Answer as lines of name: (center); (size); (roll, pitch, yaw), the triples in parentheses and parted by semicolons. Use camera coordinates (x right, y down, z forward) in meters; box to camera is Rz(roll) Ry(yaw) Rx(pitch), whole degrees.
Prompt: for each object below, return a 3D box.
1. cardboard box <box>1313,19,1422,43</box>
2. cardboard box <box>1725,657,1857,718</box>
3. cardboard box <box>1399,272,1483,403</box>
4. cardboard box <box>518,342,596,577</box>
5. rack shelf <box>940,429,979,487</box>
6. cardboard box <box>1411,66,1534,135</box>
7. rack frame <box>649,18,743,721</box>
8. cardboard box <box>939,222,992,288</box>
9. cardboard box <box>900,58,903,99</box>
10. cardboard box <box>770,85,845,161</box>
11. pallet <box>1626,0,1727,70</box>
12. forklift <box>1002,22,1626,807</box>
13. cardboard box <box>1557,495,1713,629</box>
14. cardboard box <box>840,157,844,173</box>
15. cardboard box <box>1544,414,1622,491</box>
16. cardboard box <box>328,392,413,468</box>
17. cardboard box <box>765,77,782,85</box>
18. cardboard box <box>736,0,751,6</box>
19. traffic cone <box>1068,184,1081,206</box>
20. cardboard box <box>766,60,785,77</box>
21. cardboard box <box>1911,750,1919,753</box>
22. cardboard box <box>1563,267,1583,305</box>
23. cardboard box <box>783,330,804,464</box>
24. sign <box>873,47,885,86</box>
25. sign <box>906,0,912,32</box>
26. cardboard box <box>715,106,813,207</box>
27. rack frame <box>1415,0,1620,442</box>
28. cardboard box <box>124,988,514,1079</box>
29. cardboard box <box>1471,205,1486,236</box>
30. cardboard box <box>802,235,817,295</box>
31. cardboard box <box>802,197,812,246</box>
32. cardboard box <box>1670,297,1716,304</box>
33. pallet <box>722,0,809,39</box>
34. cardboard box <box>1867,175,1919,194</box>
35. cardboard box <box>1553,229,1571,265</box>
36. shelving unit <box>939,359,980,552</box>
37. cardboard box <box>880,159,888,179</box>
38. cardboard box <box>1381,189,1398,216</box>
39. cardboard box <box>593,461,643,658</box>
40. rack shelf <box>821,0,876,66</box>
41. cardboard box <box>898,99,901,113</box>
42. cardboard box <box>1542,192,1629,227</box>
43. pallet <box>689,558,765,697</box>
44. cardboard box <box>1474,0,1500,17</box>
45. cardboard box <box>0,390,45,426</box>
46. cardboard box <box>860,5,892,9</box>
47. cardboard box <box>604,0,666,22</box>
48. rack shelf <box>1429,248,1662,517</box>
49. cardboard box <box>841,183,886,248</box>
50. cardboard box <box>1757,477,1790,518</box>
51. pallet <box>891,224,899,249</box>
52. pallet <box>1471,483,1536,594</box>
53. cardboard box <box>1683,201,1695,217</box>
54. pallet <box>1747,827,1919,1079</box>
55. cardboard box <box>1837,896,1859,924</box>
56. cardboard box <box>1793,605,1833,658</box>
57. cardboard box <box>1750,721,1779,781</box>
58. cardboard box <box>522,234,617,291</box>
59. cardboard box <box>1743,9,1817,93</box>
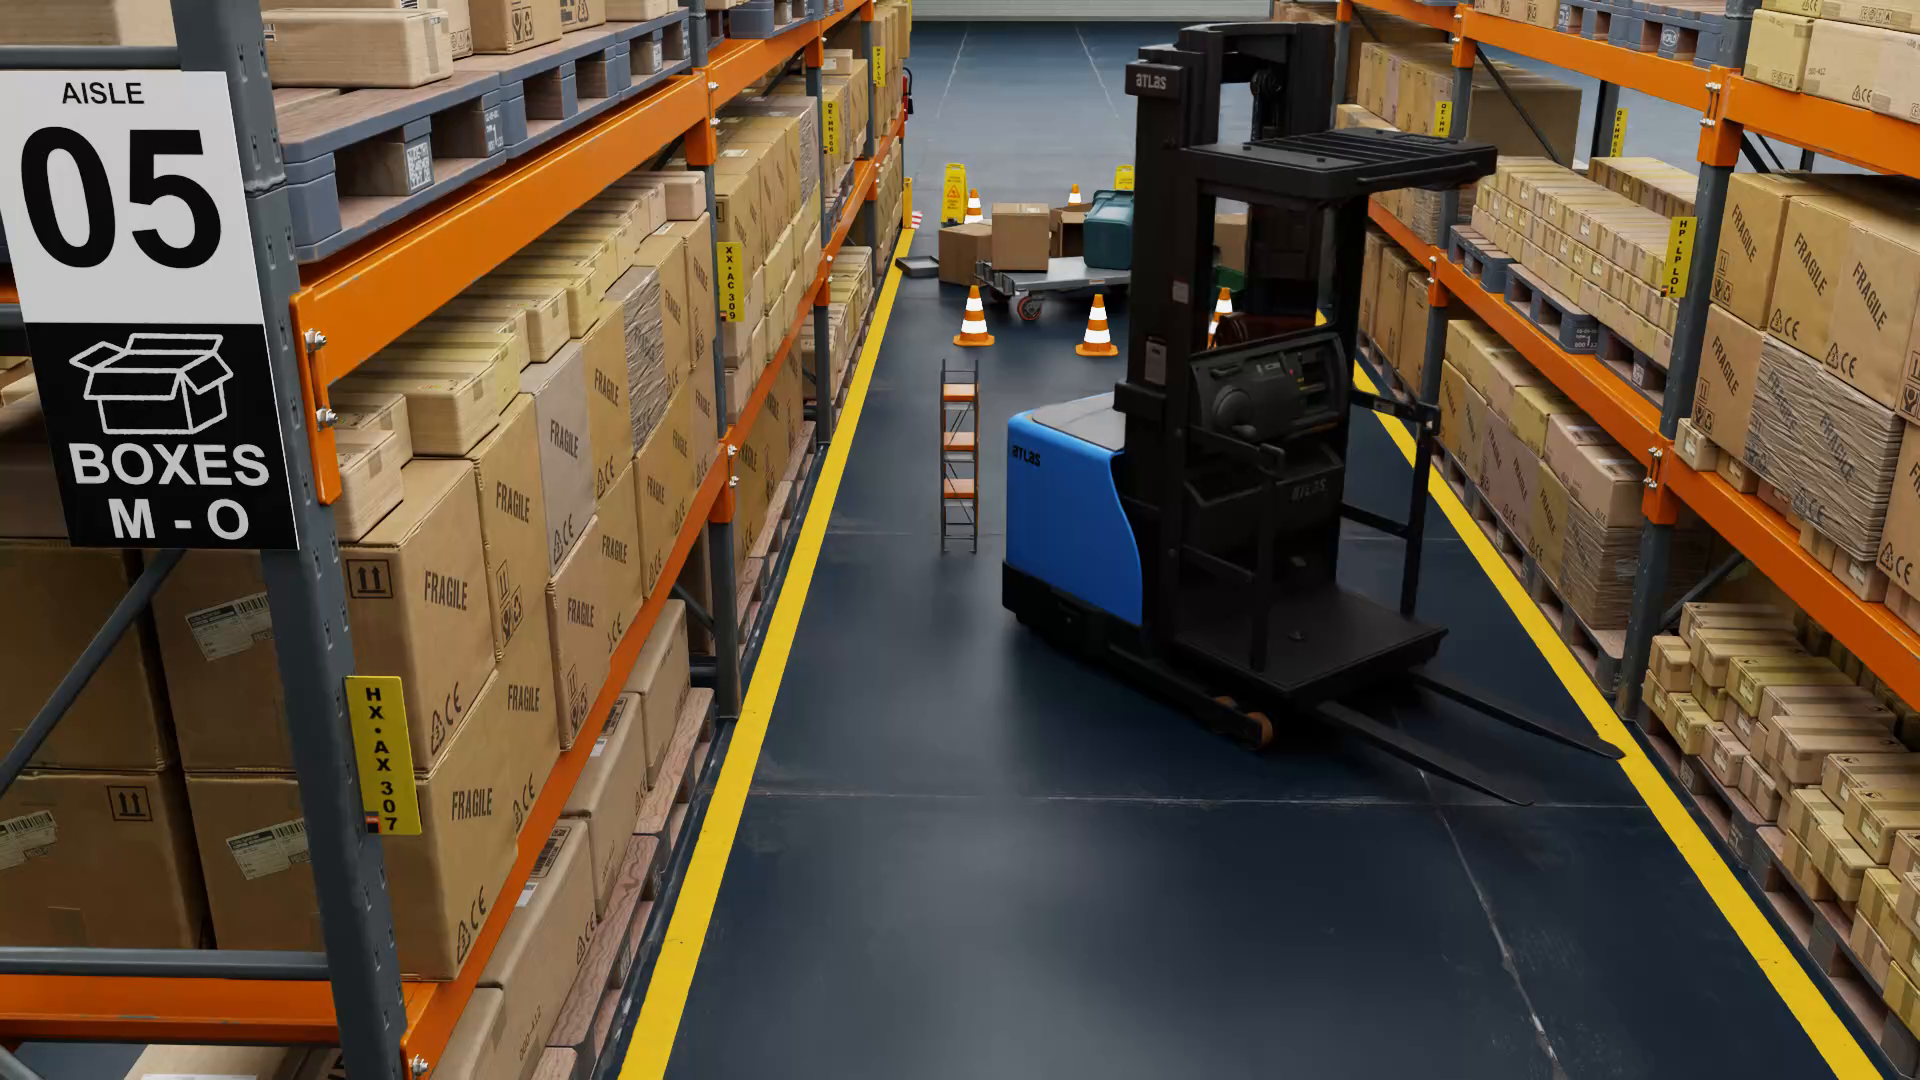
cardboard box: (3.651, -4.397, 15.015); (0.875, 0.550, 0.550); (1, 21, 2)
cardboard box: (3.218, 0.571, 6.449); (0.380, 0.149, 0.250); (0, 21, 1)
cardboard box: (3.691, -1.411, 11.547); (1.050, 0.750, 0.750); (0, 21, 1)
cardboard box: (-1.295, -0.226, 4.444); (0.500, 0.500, 0.500); (0, 21, 1)
rack shelf: (-0.002, -0.460, 9.293); (0.215, 0.259, 0.240); (1, 21, 2)
cardboard box: (3.634, -3.088, 11.820); (0.700, 0.500, 0.500); (0, 21, 1)
rack frame: (-1.490, -0.616, 6.970); (1.000, 3.000, 0.127); (1, 21, 2)
cardboard box: (0.146, -2.717, 15.836); (0.500, 0.500, 0.500); (18, 27, 38)
cardboard box: (-0.866, -4.941, 17.567); (0.500, 0.500, 0.500); (0, 21, 1)
cardboard box: (-1.105, -2.984, 11.943); (0.500, 0.500, 0.500); (1, 21, 3)
pallet: (3.586, -2.131, 6.988); (1.213, 0.211, 1.003); (1, 21, 2)
forklift: (1.503, -0.659, 7.175); (1.130, 2.935, 3.031); (-15, 26, -34)
cardboard box: (3.232, 0.101, 7.997); (0.500, 0.500, 0.500); (0, 21, 1)
cardboard box: (-1.075, -2.840, 12.469); (0.380, 0.149, 0.250); (1, 21, 3)
cardboard box: (3.260, -0.436, 8.344); (0.500, 0.250, 0.500); (2, 21, 4)
cardboard box: (-1.387, -0.206, 3.496); (0.380, 0.149, 0.250); (1, 21, 3)
cardboard box: (-1.595, -3.178, 12.442); (0.500, 0.500, 0.500); (0, 21, -1)
cardboard box: (-1.173, -2.572, 7.146); (0.500, 0.500, 0.500); (0, 21, 1)
traffic cone: (1.271, -3.713, 18.459); (0.336, 0.463, 0.334); (1, 21, 2)
cardboard box: (-1.544, -3.632, 12.716); (0.380, 0.149, 0.250); (2, 21, 5)
cardboard box: (3.689, 0.891, 6.036); (0.380, 0.149, 0.250); (1, 21, 3)
cardboard box: (3.312, -1.294, 8.483); (0.380, 0.149, 0.250); (2, 21, 4)
cardboard box: (-1.472, -1.019, 10.365); (0.875, 0.875, 0.875); (0, 21, 1)
sign: (-0.691, -4.044, 14.203); (0.100, 0.325, 0.005); (1, 21, 2)
sign: (-0.571, -5.629, 17.851); (0.100, 0.325, 0.005); (1, 21, 2)
cardboard box: (-1.130, -2.200, 9.531); (0.500, 0.500, 0.500); (1, 21, 3)
rack frame: (3.583, -2.044, 10.651); (1.000, 3.000, 0.127); (1, 21, 2)
cardboard box: (-1.691, 1.589, 4.248); (0.875, 0.438, 0.875); (0, 21, 0)
cardboard box: (3.367, -1.964, 10.210); (0.380, 0.149, 0.250); (0, 21, 1)
cardboard box: (-1.124, -1.622, 9.769); (0.500, 0.250, 0.500); (1, 21, 3)
cardboard box: (-1.141, -1.862, 9.698); (0.500, 0.250, 0.500); (0, 21, 0)
cardboard box: (3.278, -1.101, 7.165); (0.380, 0.149, 0.250); (2, 21, 4)
pallet: (-1.366, -2.735, 8.545); (1.003, 0.211, 1.213); (2, 21, 4)
cardboard box: (3.717, -1.077, 6.225); (0.500, 0.500, 0.500); (0, 21, 0)
cardboard box: (3.325, -1.526, 8.671); (0.380, 0.149, 0.250); (1, 21, 4)
shelving unit: (-0.002, -0.470, 9.289); (0.215, 1.050, 0.252); (1, 21, 2)
cardboard box: (-0.881, -3.515, 15.729); (0.380, 0.149, 0.250); (1, 21, 4)
cardboard box: (3.360, -2.618, 11.991); (0.500, 0.500, 0.500); (0, 21, 1)
cardboard box: (-1.290, 0.065, 5.077); (0.500, 0.500, 0.500); (1, 21, 3)
rack shelf: (-1.307, -3.849, 12.149); (1.077, 0.370, 4.000); (1, 21, 2)
cardboard box: (-0.819, -4.607, 17.604); (0.380, 0.149, 0.250); (0, 21, 1)
cardboard box: (3.337, -1.760, 8.863); (0.380, 0.149, 0.250); (1, 21, 3)
pallet: (-1.542, 0.404, 8.196); (1.003, 0.211, 1.213); (1, 21, 2)
cardboard box: (3.299, -3.286, 9.566); (0.500, 0.500, 0.500); (1, 21, 2)
cardboard box: (-1.817, -0.209, 3.504); (0.380, 0.149, 0.250); (1, 21, 3)
cardboard box: (-1.012, -4.872, 16.007); (0.700, 0.500, 0.500); (1, 21, 1)
cardboard box: (-1.197, -1.810, 5.528); (0.380, 0.149, 0.250); (1, 21, 3)
rack shelf: (3.522, -0.986, 8.918); (1.077, 0.370, 4.000); (1, 21, 2)
cardboard box: (-0.959, -2.982, 15.253); (0.500, 0.500, 0.500); (2, 21, 4)
cardboard box: (3.236, -0.191, 6.222); (0.380, 0.149, 0.250); (0, 21, -1)
pallet: (-1.187, -3.334, 17.830); (1.003, 0.211, 1.213); (1, 21, 2)
pallet: (3.518, -0.022, 9.294); (1.003, 0.211, 1.213); (1, 21, 2)
cardboard box: (3.976, -1.657, 8.596); (0.380, 0.149, 0.250); (1, 21, 3)
pallet: (3.442, 1.387, 5.662); (1.003, 0.211, 1.213); (1, 21, 2)
cardboard box: (3.198, 1.229, 5.576); (0.380, 0.149, 0.250); (1, 21, 3)
cardboard box: (3.711, 0.389, 6.917); (0.380, 0.149, 0.250); (1, 21, 3)
cardboard box: (3.230, 0.803, 6.263); (0.380, 0.149, 0.250); (0, 21, -1)
cardboard box: (-1.283, -0.855, 5.168); (0.380, 0.149, 0.250); (0, 21, 0)
cardboard box: (3.183, -1.762, 5.984); (0.500, 0.250, 0.500); (2, 21, 4)
